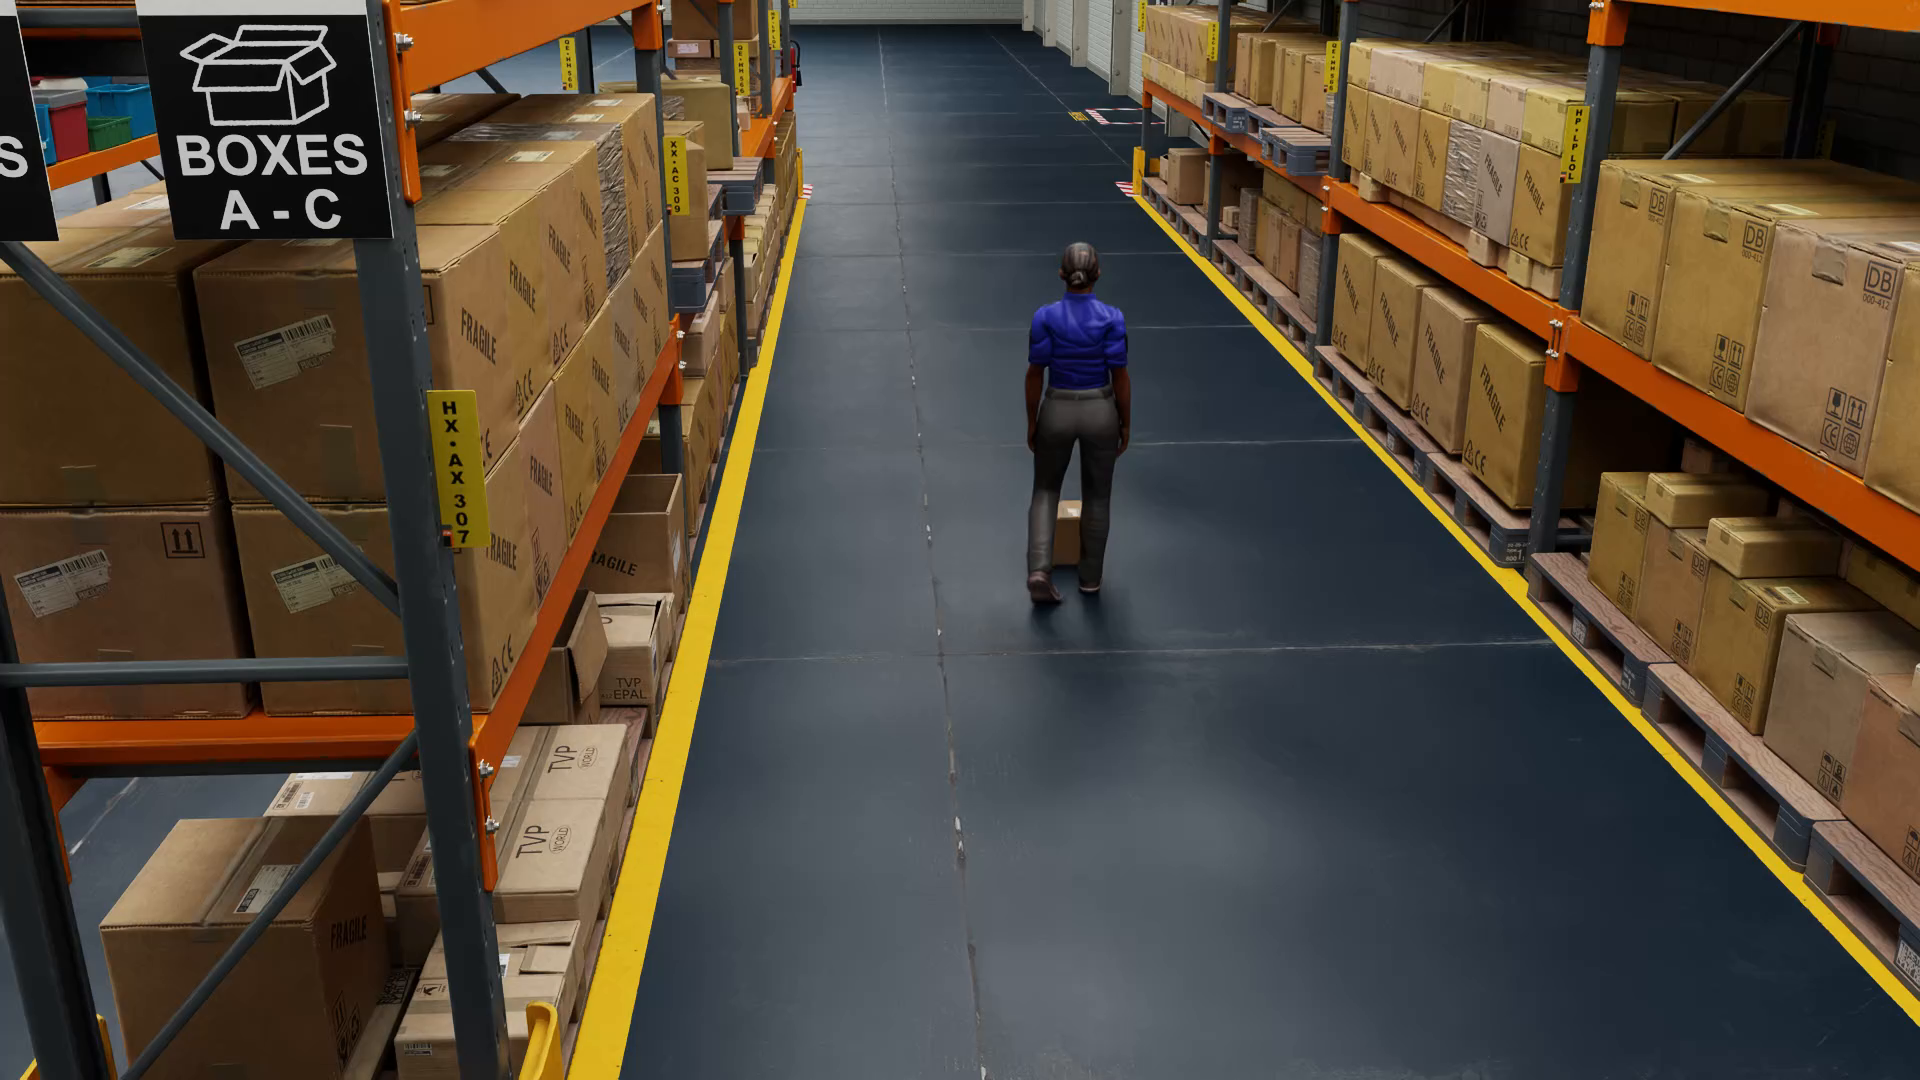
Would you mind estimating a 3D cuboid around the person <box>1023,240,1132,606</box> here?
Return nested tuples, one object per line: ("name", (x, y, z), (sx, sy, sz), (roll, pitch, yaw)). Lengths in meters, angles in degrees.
("person", (0.533, -0.516, 7.467), (0.480, 1.671, 0.519), (1, 21, 4))
